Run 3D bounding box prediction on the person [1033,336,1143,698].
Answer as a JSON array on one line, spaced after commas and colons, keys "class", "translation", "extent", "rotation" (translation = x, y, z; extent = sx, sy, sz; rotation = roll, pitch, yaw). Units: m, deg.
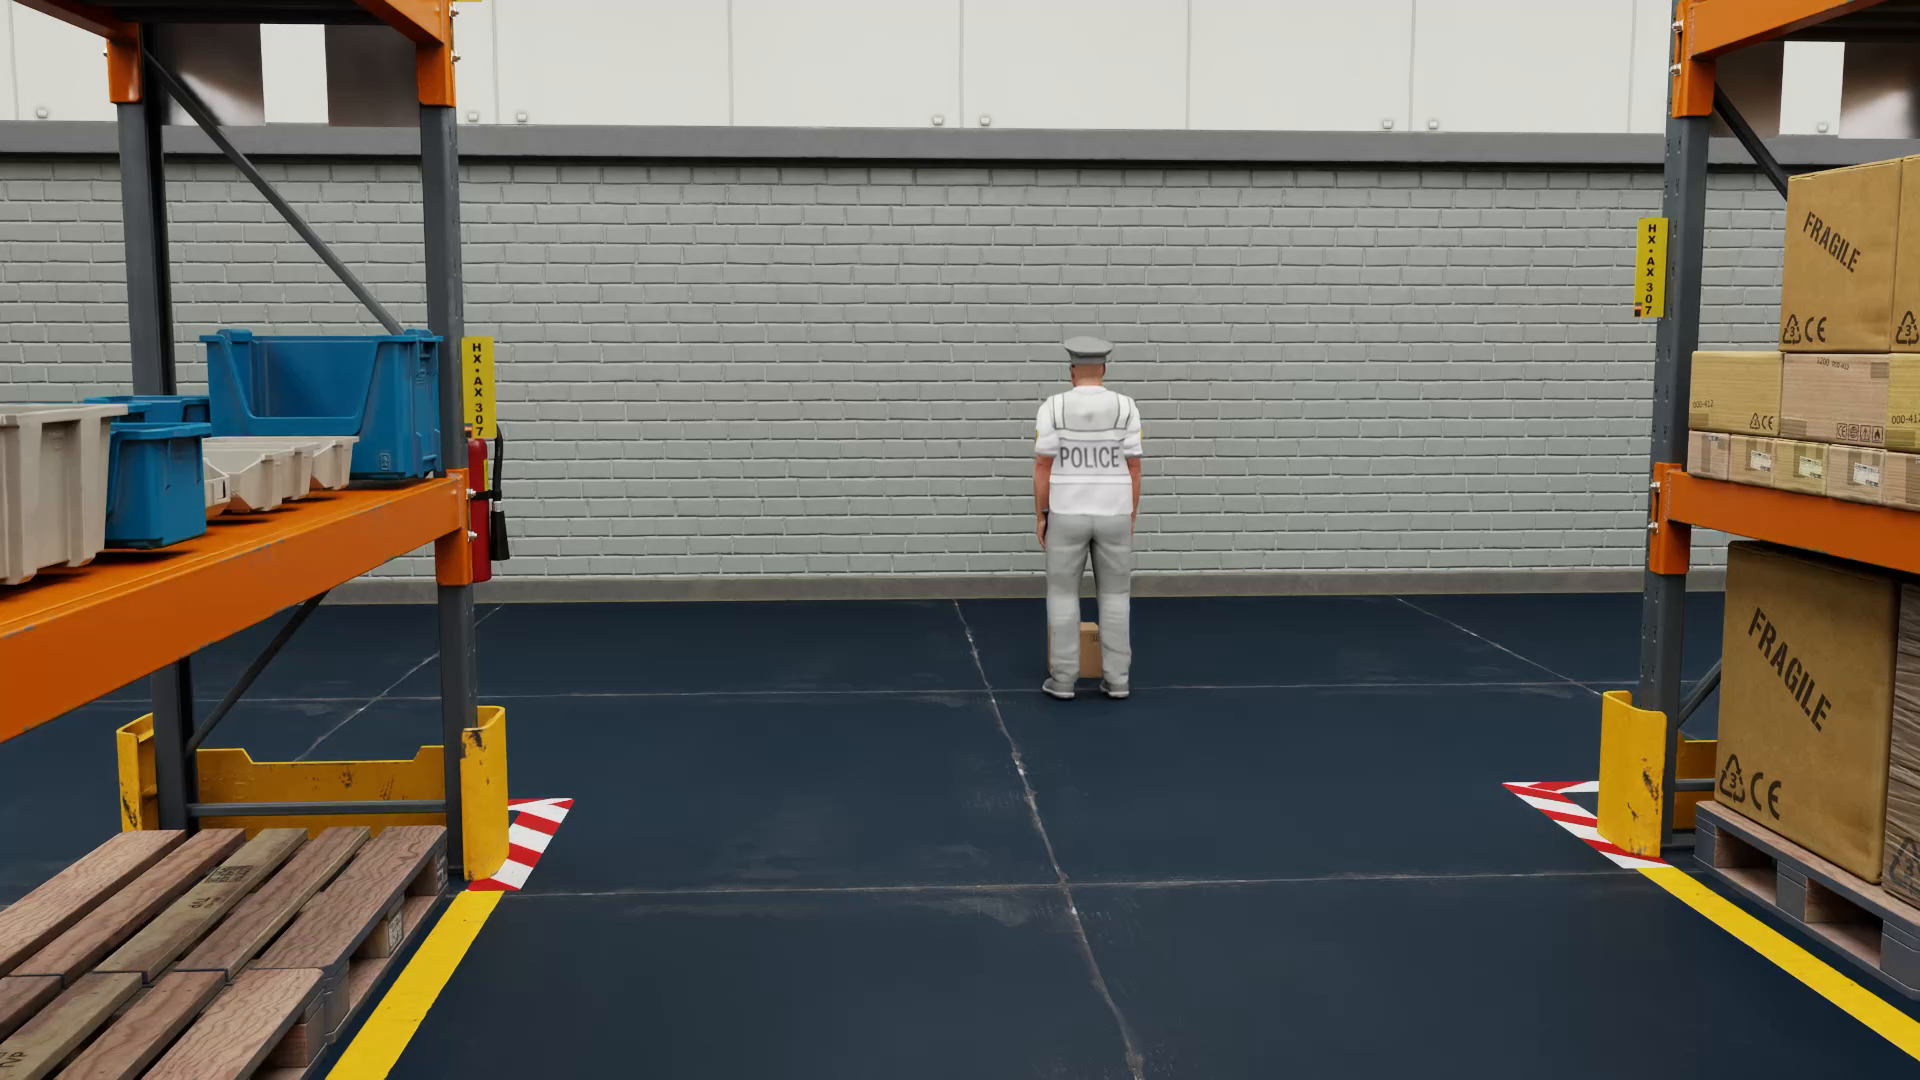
[{"class": "person", "translation": [0.617, -0.111, 8.118], "extent": [0.523, 1.761, 0.395], "rotation": [0, 7, -3]}]
